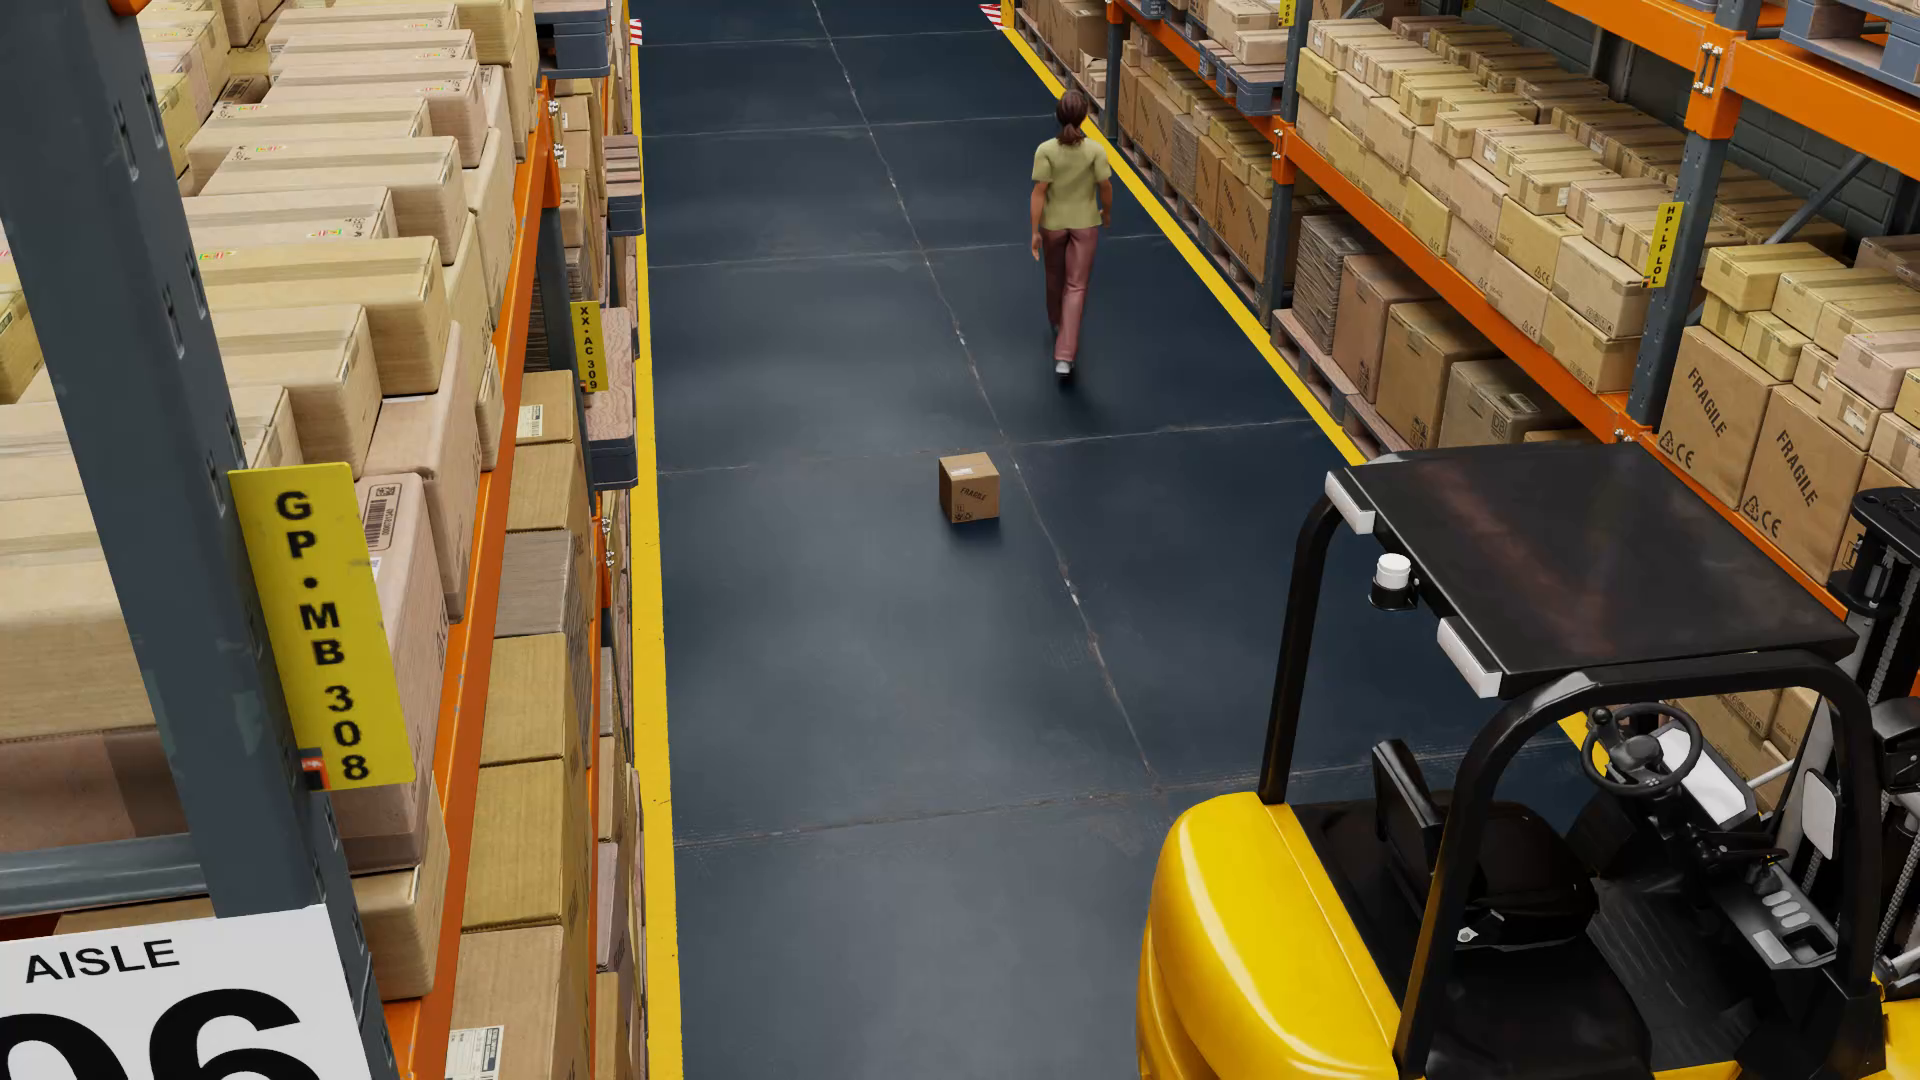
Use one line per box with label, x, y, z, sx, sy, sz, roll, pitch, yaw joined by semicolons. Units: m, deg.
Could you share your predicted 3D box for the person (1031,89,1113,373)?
person;0.661;-1.865;9.766;0.457;1.615;1.027;5;31;8
